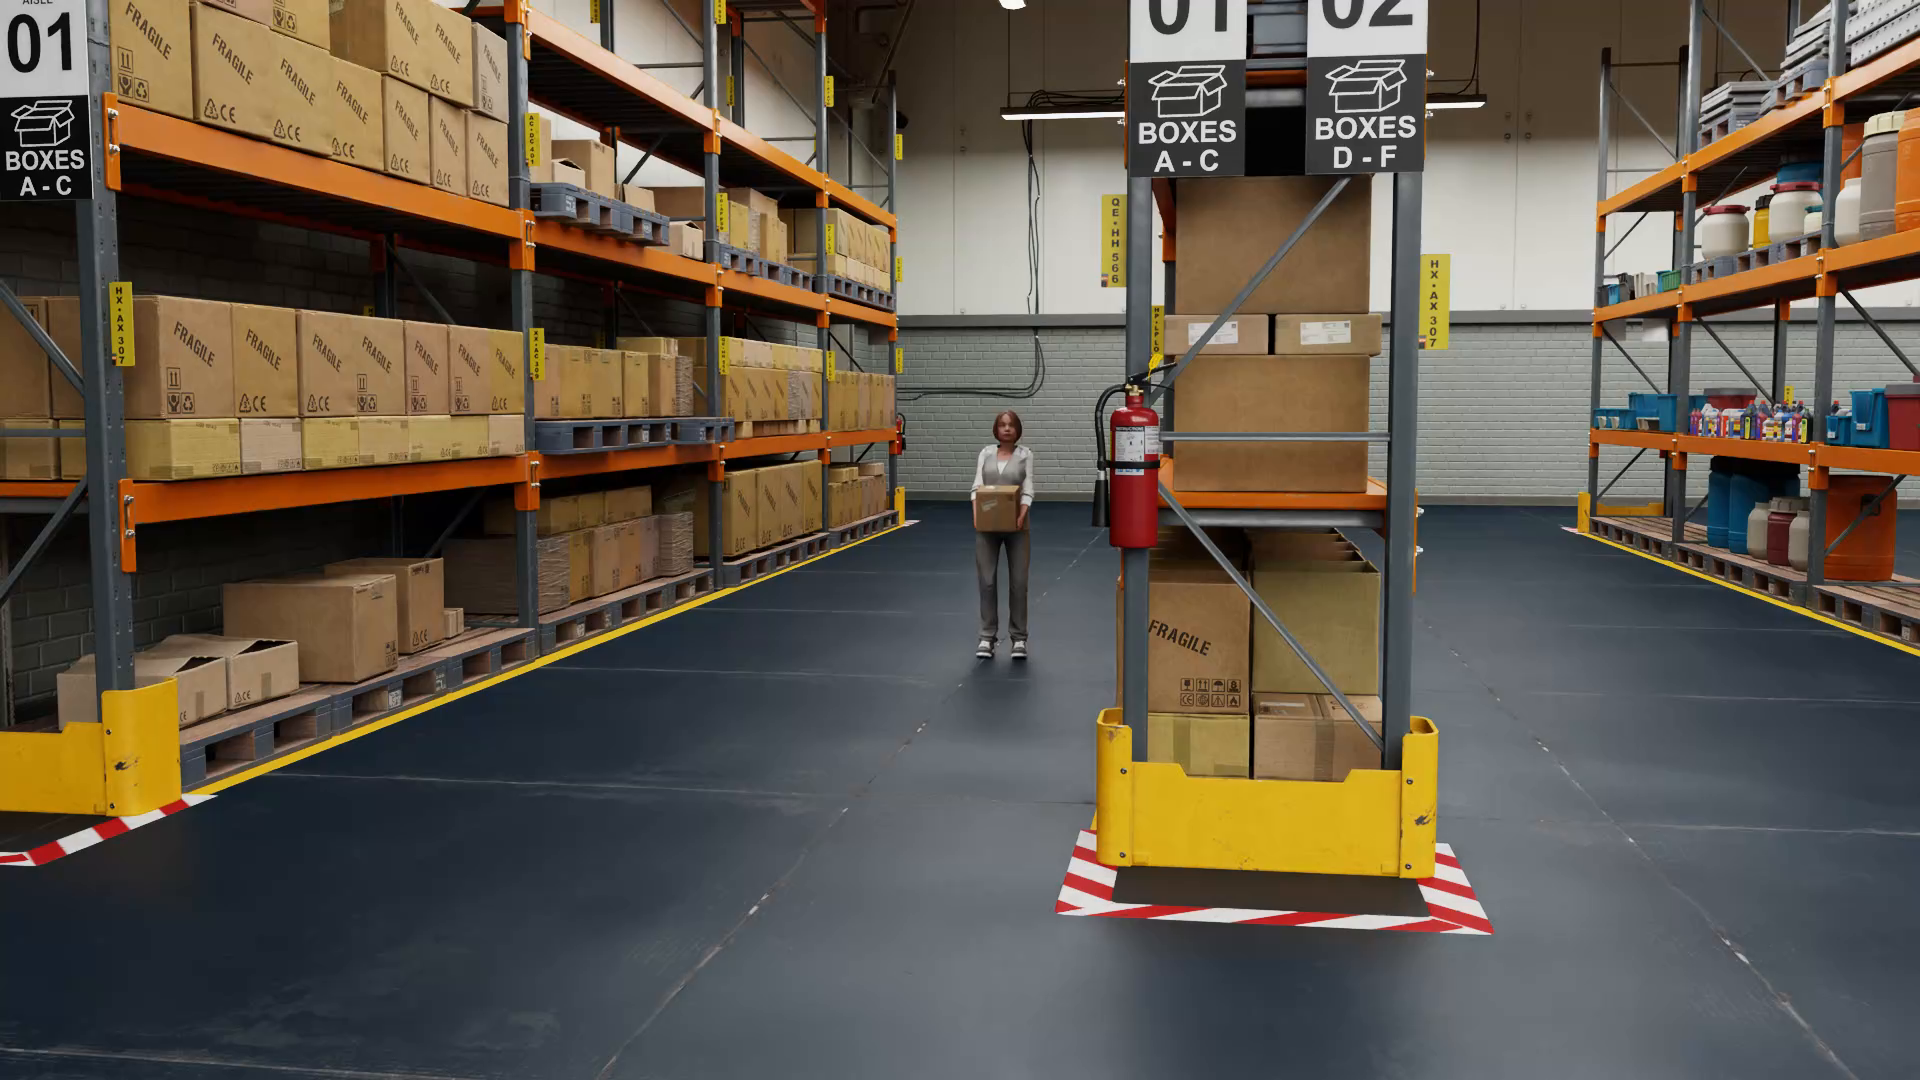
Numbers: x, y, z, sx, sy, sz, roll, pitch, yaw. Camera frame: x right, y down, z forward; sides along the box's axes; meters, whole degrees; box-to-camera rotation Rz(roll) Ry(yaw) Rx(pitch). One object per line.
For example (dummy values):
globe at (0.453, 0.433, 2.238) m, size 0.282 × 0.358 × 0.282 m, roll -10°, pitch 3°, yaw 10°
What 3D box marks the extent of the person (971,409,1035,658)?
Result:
person at (0.272, -0.038, 10.618) m, size 0.407 × 1.588 × 0.491 m, roll 1°, pitch 5°, yaw 8°
